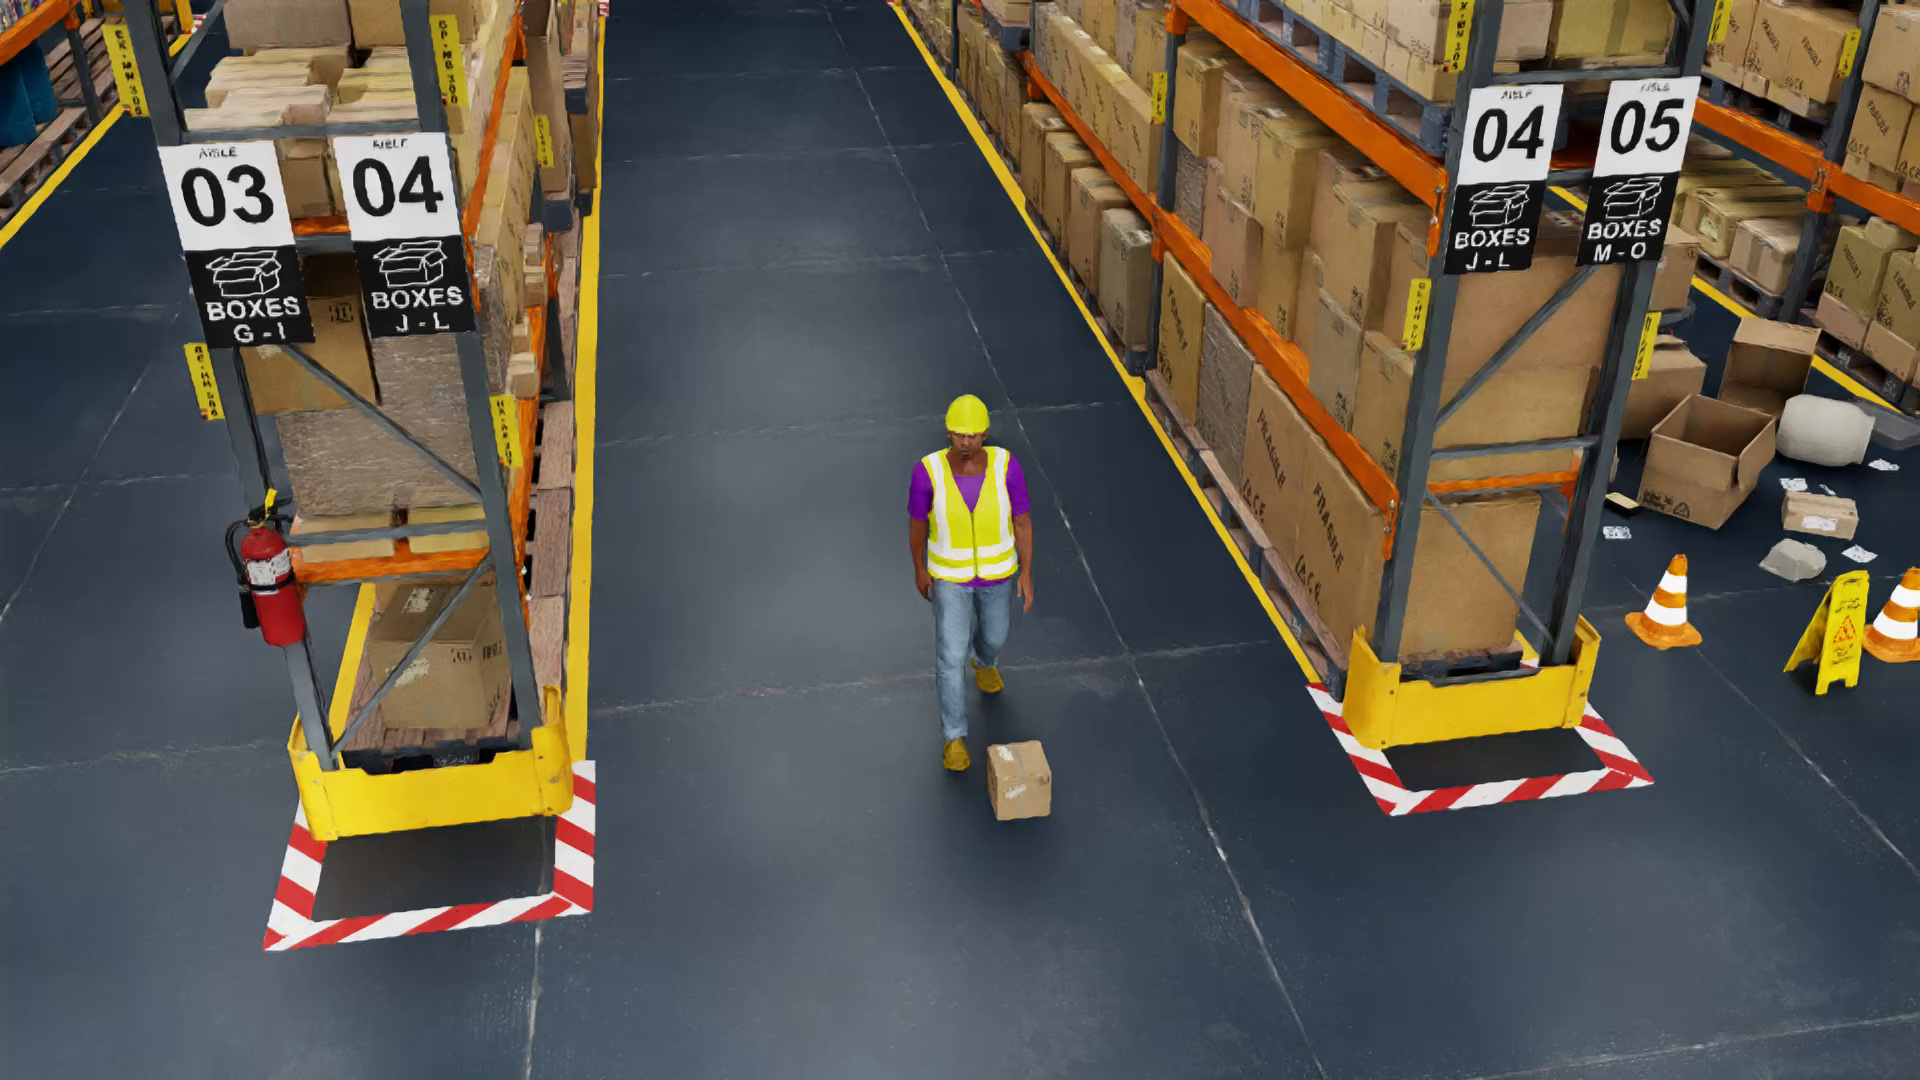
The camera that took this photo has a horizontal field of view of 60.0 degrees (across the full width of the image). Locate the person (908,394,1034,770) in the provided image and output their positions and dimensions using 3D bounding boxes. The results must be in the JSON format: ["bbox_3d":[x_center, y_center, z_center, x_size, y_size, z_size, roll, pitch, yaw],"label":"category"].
[{"bbox_3d":[0.066,0.173,7.839,0.570,1.738,0.908,-5,31,-8],"label":"person"}]
